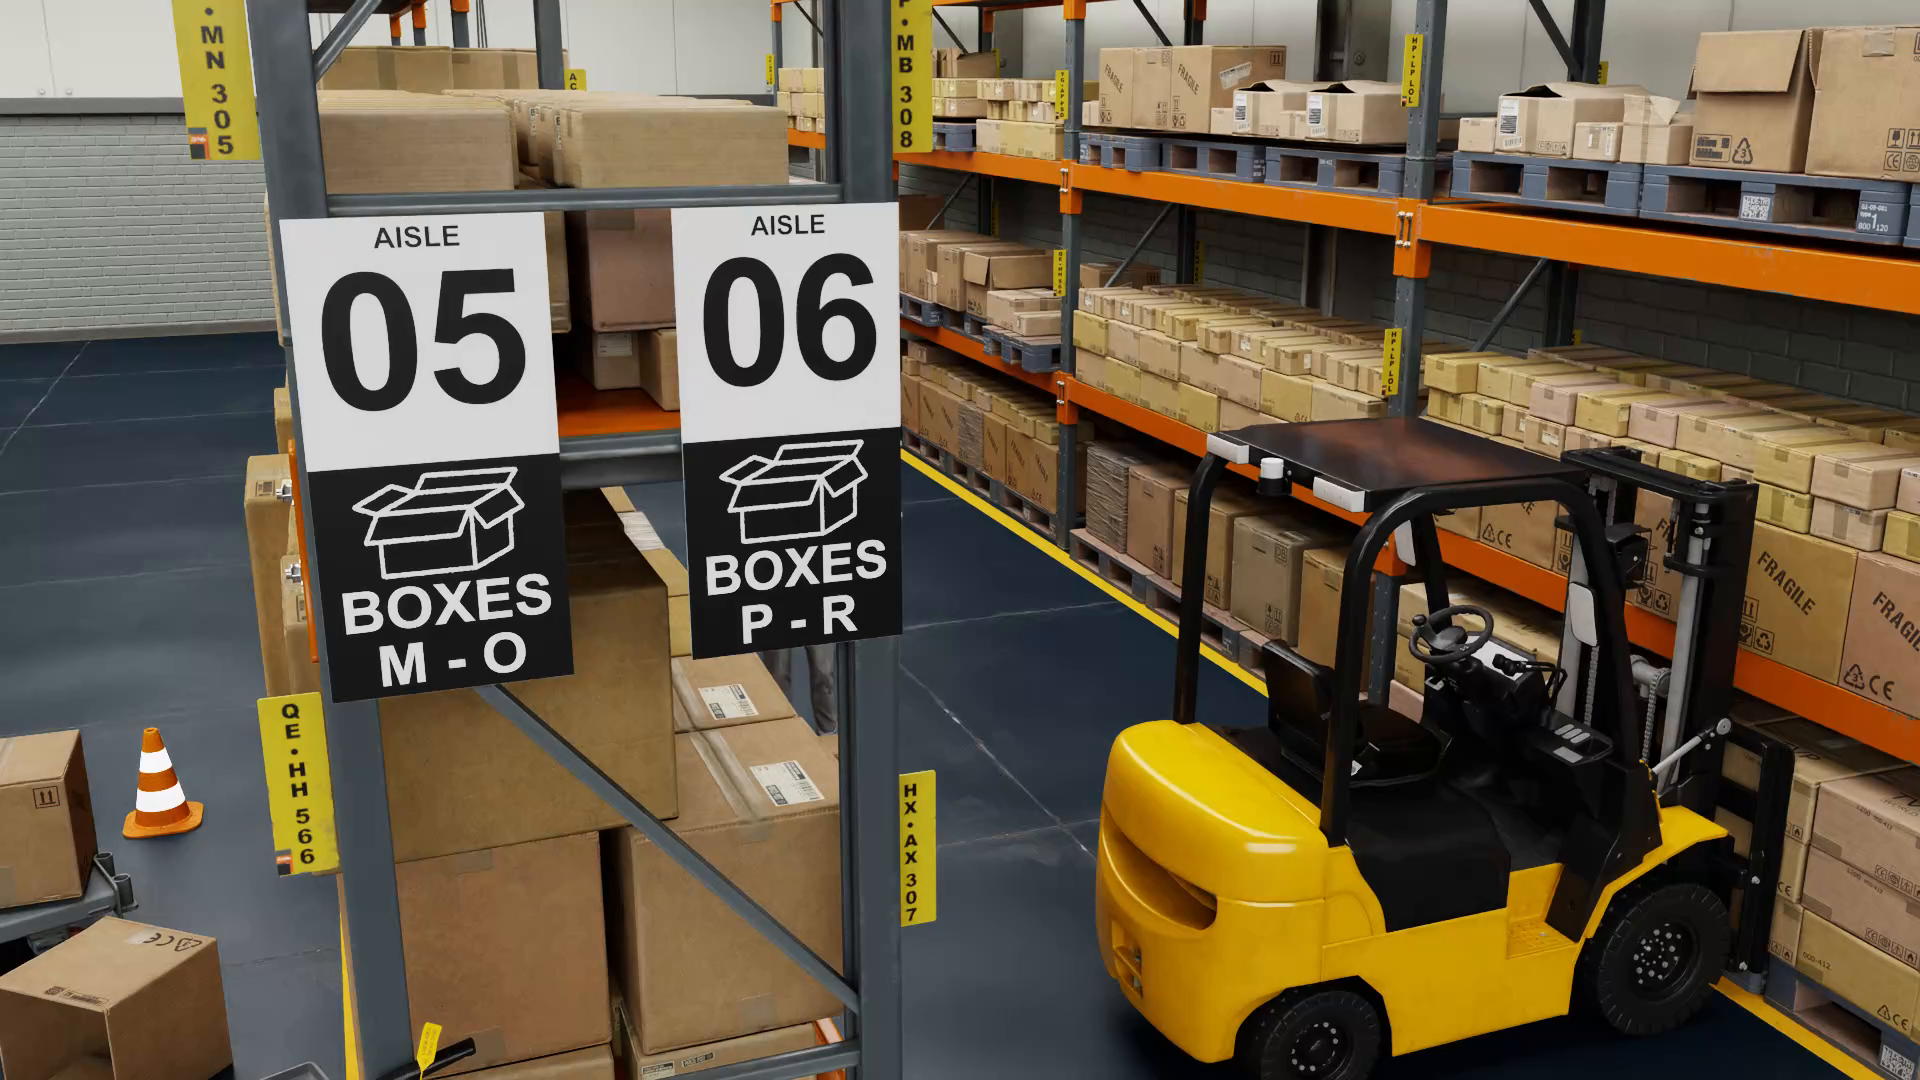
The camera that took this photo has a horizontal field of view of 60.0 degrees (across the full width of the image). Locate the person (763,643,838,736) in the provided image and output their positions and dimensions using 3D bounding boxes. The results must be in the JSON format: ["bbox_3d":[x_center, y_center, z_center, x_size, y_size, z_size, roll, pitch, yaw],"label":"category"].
[{"bbox_3d":[-0.841,0.341,8.317,0.537,1.694,0.443,-4,16,-14],"label":"person"}]
